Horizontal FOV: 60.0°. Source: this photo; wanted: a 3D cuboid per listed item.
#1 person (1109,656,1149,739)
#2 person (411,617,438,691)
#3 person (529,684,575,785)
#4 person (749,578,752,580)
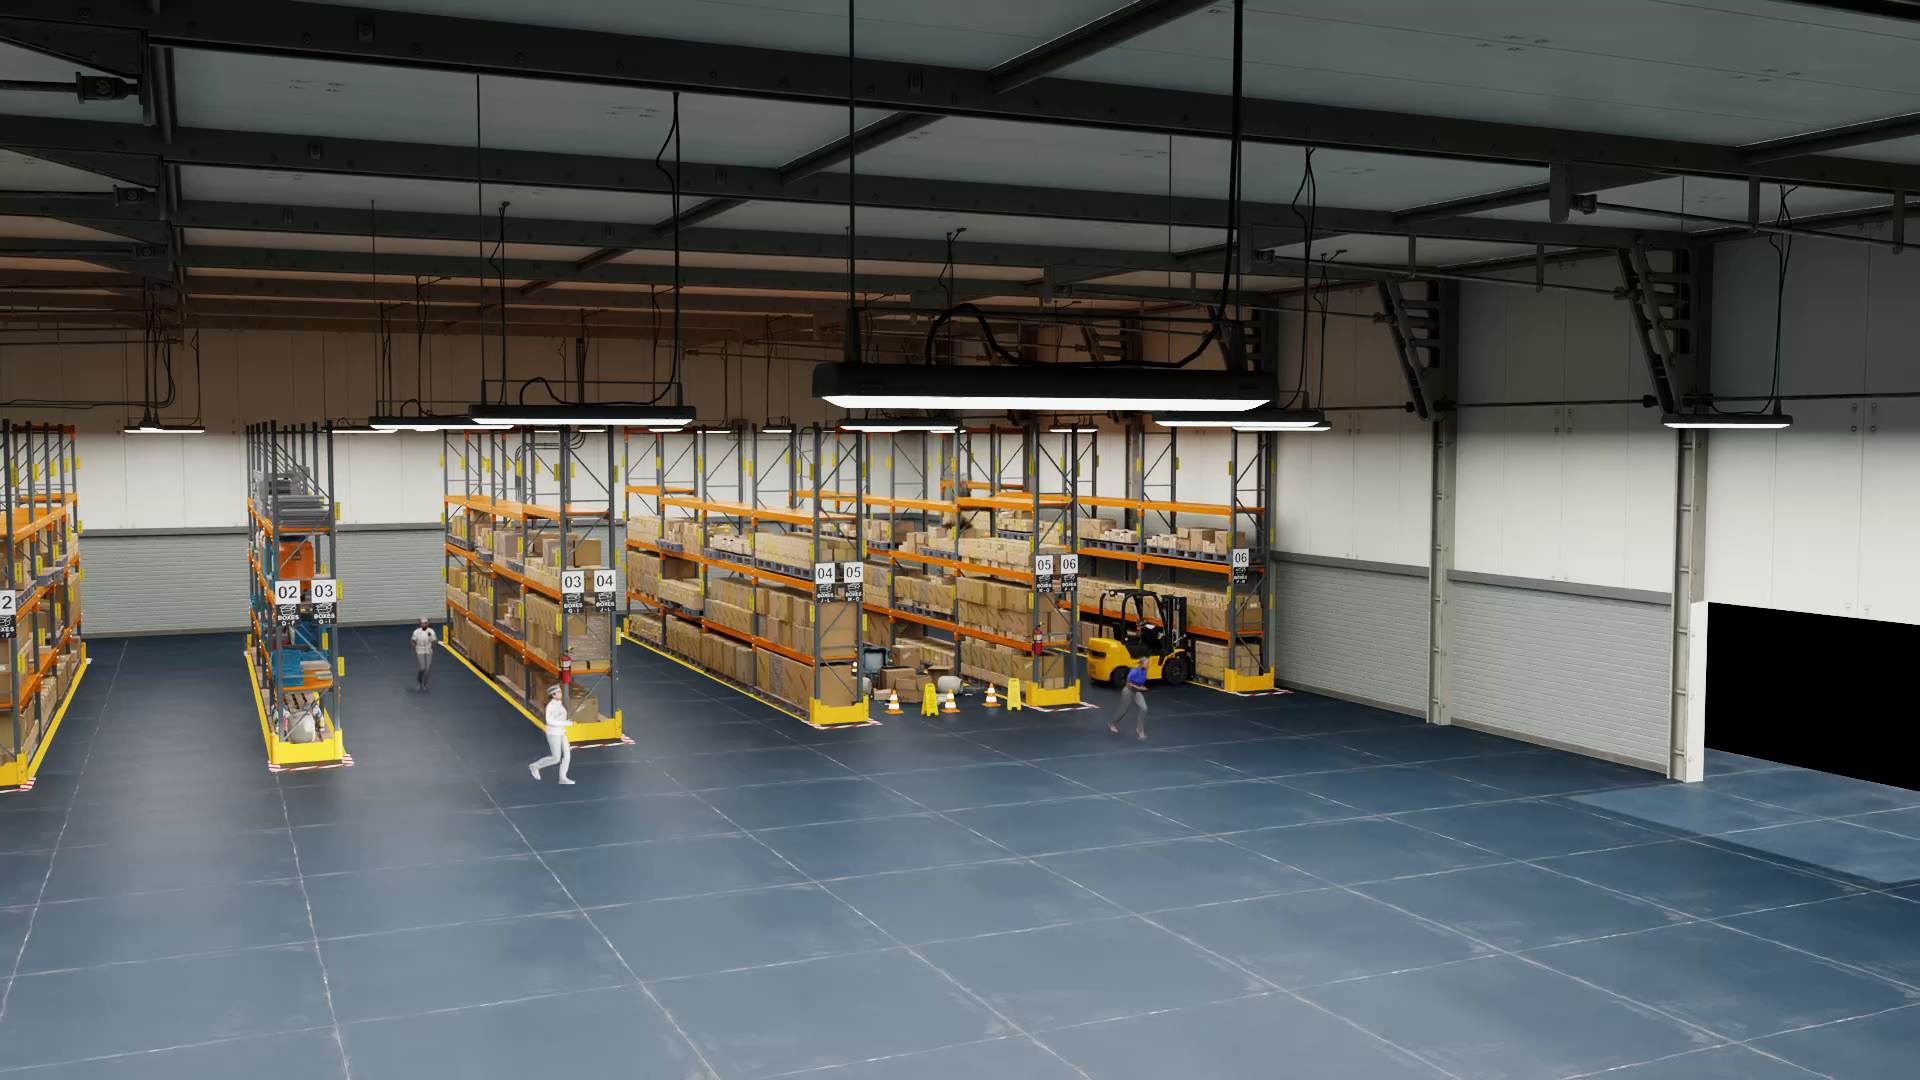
[{"bbox_3d":[3.238,2.987,31.712,0.958,1.614,0.619,3,5,44],"label":"person"},{"bbox_3d":[-11.996,2.553,37.295,0.555,1.679,0.632,-2,4,-26],"label":"person"},{"bbox_3d":[-6.671,3.180,27.248,0.744,1.664,0.615,0,4,4],"label":"person"},{"bbox_3d":[-5.892,1.922,46.831,0.642,1.735,0.655,3,5,40],"label":"person"}]
